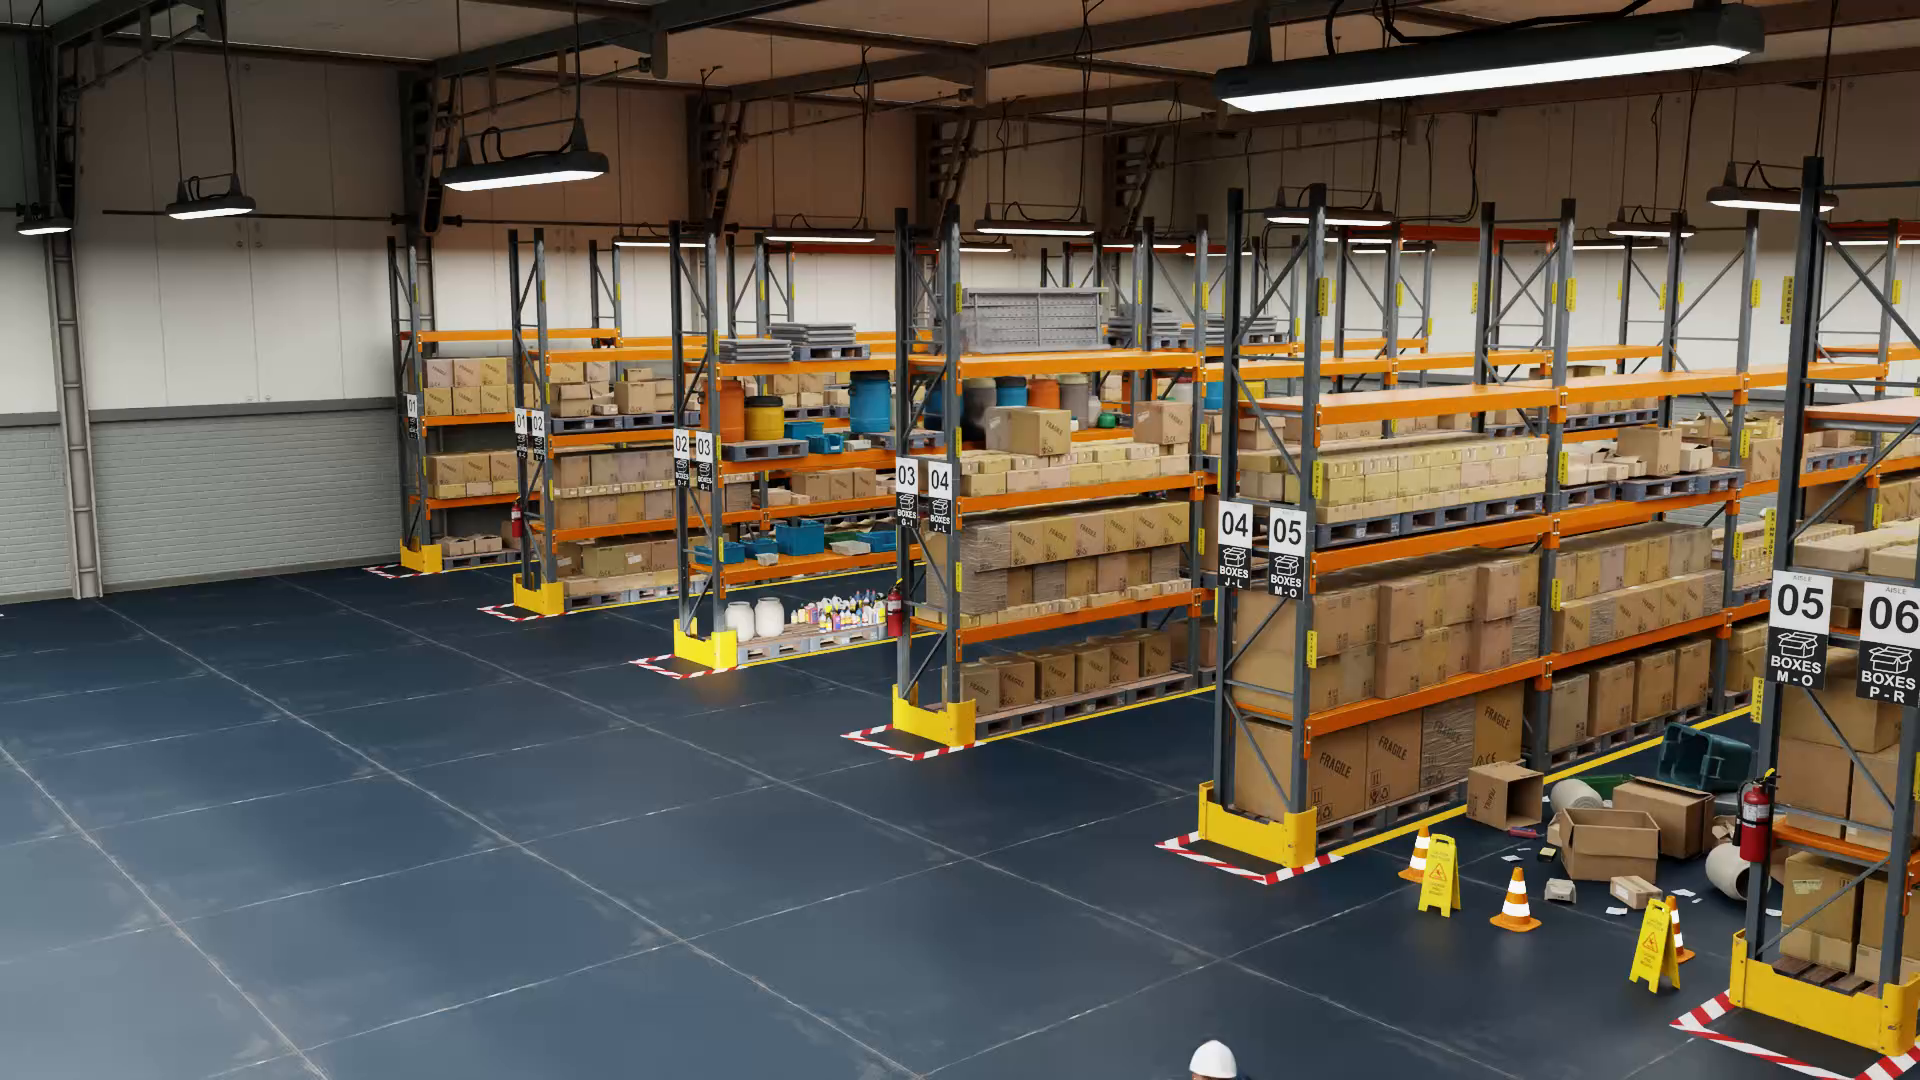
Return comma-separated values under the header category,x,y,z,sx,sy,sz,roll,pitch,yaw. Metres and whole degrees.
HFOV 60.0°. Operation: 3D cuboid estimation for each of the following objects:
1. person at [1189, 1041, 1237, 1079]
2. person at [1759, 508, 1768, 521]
category,x,y,z,sx,sy,sz,roll,pitch,yaw
person,1.139,3.122,7.698,0.709,1.781,1.048,1,9,5
person,12.288,0.394,25.407,0.870,1.778,0.724,-7,11,-39
